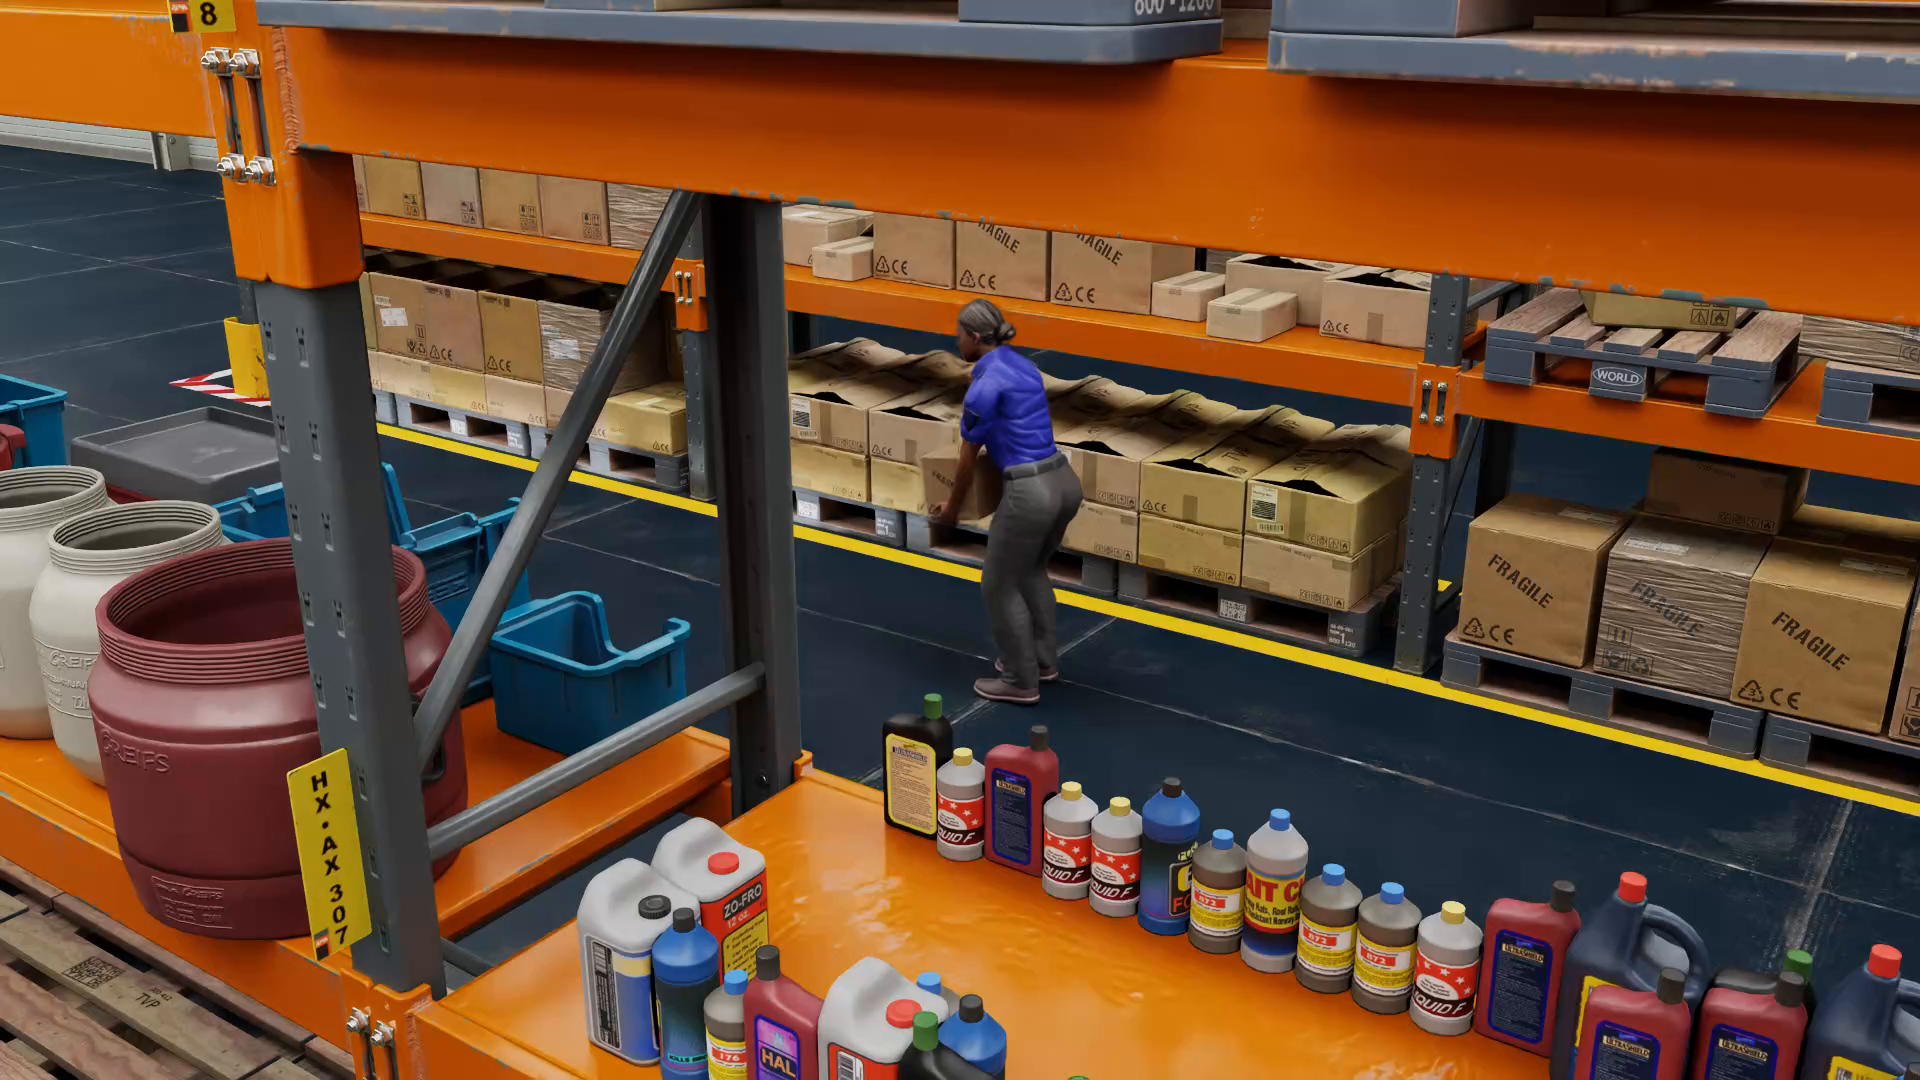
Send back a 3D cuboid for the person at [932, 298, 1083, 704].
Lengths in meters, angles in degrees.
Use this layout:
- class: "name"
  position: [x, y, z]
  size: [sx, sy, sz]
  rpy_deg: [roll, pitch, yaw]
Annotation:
- class: "person"
  position: [0.188, -0.155, 6.610]
  size: [0.561, 1.599, 0.408]
  rpy_deg: [13, 24, 31]
